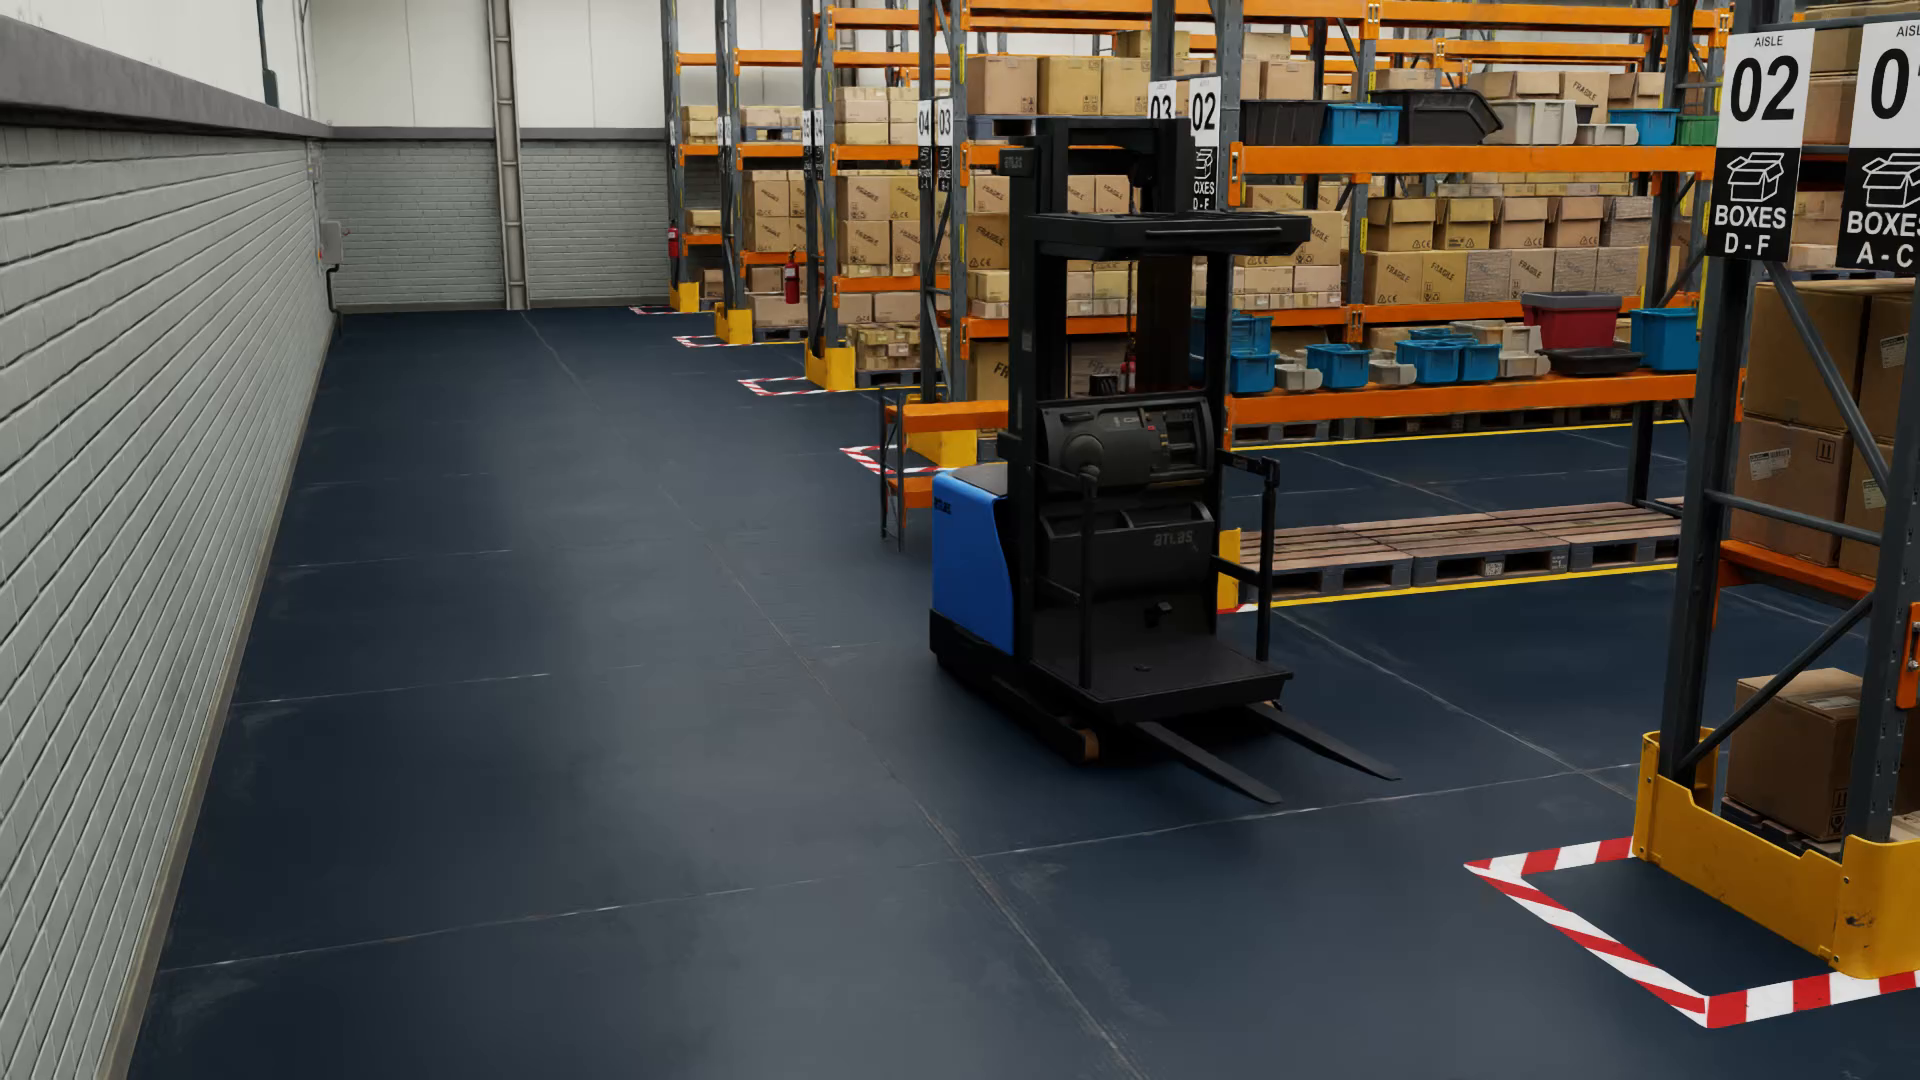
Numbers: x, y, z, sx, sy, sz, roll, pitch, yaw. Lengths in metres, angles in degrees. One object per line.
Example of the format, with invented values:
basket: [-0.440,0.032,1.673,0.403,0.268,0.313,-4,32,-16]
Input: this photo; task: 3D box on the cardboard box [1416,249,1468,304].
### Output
cardboard box: [4.627,-2.603,16.388,0.500,0.500,0.500,-4,14,-18]

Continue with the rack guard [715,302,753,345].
rack guard: [-3.340,-3.198,24.509,0.348,0.500,1.175,-4,14,-18]

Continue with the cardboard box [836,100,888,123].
cardboard box: [-1.134,-4.944,19.206,0.500,0.250,0.500,-4,14,-17]

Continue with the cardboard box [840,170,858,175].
cardboard box: [-1.658,-5.325,24.269,0.250,0.149,0.380,-4,14,-18]

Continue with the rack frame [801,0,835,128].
rack frame: [-1.642,-6.257,19.000,0.127,3.000,1.000,-4,14,-18]

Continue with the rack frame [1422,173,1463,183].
rack frame: [8.057,-5.302,27.951,0.127,3.000,1.000,-4,14,-18]

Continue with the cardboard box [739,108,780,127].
cardboard box: [-2.919,-6.108,24.060,0.500,0.250,0.500,-6,15,-23]

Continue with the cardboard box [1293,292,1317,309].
cardboard box: [3.206,-2.302,15.883,0.250,0.149,0.380,-4,14,-17]

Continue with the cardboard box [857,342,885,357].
cardboard box: [-1.064,-2.283,19.867,0.250,0.149,0.380,-4,14,-16]

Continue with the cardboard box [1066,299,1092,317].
cardboard box: [1.018,-2.132,15.167,0.250,0.149,0.380,-5,14,-19]

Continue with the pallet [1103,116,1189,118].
pallet: [1.702,-3.807,15.375,1.213,0.211,1.003,-4,14,-18]

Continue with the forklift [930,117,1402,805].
forklift: [0.914,-0.495,7.892,1.130,2.935,3.031,-6,15,-24]

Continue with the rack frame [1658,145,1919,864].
rack frame: [3.000,-0.070,5.954,0.127,3.000,1.000,-4,14,-18]

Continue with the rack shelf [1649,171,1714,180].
rack shelf: [9.322,-4.090,17.929,4.000,0.370,1.077,-4,14,-18]

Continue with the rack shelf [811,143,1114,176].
rack shelf: [0.253,-4.595,20.051,4.000,0.370,1.077,-4,14,-18]

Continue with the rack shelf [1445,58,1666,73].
rack shelf: [9.952,-8.017,27.961,4.000,0.370,1.077,-4,14,-18]

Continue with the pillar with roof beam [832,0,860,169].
pillar with roof beam: [-0.687,-7.921,25.995,0.400,9.000,9.100,-4,14,-18]

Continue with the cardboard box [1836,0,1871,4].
cardboard box: [3.482,-2.106,5.654,0.500,0.500,0.700,-4,14,-18]

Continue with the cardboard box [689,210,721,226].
cardboard box: [-4.387,-5.551,28.678,0.500,0.250,0.500,-4,14,-18]

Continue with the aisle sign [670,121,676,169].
aisle sign: [-4.874,-6.700,28.210,0.004,0.787,0.394,-4,14,-18]

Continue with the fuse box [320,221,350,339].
fuse box: [-9.185,-3.840,24.587,0.414,1.711,0.539,-4,14,-18]

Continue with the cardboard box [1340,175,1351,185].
cardboard box: [6.501,-5.955,27.529,0.250,0.149,0.380,-4,14,-15]

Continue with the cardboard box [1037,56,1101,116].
cardboard box: [0.891,-4.069,14.945,0.500,0.500,0.700,-5,14,-20]

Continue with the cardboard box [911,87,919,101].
cardboard box: [-0.504,-5.172,19.305,0.250,0.149,0.380,-4,14,-17]

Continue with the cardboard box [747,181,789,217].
cardboard box: [-2.771,-4.924,23.986,0.500,0.500,0.500,-5,14,-19]

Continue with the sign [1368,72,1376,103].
sign: [3.813,-4.166,15.403,0.005,0.325,0.100,-4,14,-18]

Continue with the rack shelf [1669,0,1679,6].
rack shelf: [3.319,-3.678,10.579,4.000,0.370,1.077,-4,14,-18]

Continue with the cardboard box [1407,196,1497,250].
cardboard box: [4.892,-3.172,16.611,0.637,0.503,0.797,-4,14,-17]

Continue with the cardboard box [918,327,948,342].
cardboard box: [-0.326,-2.483,20.066,0.250,0.149,0.380,-5,14,-21]

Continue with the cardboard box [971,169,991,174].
cardboard box: [0.284,-5.470,24.877,0.250,0.149,0.380,-5,14,-19]

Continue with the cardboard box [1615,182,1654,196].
cardboard box: [9.262,-4.721,23.131,0.500,0.500,0.700,-5,14,-19]

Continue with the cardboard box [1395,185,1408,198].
cardboard box: [7.222,-5.578,27.346,0.500,0.500,0.500,-4,14,-18]

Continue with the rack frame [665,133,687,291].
rack frame: [-4.903,-5.505,28.803,0.127,3.000,1.000,-4,14,-18]

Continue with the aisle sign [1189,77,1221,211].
aisle sign: [1.450,-2.351,9.926,0.004,0.787,0.394,-4,14,-18]

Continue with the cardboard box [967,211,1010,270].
cardboard box: [0.222,-2.773,15.379,0.500,0.500,0.500,-4,14,-17]

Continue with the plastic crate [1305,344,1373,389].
plastic crate: [2.386,-1.099,10.513,0.300,0.233,0.416,-4,14,-18]

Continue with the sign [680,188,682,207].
sign: [-4.730,-5.807,28.202,0.005,0.325,0.100,-4,14,-18]

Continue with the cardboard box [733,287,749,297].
cardboard box: [-3.878,-4.369,29.282,0.250,0.149,0.380,-5,14,-20]

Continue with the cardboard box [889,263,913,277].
cardboard box: [-0.731,-3.204,19.673,0.250,0.149,0.380,-5,14,-20]

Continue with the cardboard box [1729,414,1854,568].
cardboard box: [3.337,-0.211,6.333,0.500,0.500,0.500,-4,14,-16]

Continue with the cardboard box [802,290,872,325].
cardboard box: [-1.858,-3.514,25.064,0.875,0.438,0.875,-4,14,-17]

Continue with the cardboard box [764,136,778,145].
cardboard box: [-3.309,-6.903,28.743,0.250,0.149,0.380,-5,14,-19]

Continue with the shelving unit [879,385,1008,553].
shelving unit: [-0.006,-0.547,12.011,1.048,1.125,0.538,-4,14,-18]

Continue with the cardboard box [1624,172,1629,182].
cardboard box: [11.433,-6.191,28.670,0.500,0.500,0.700,-5,14,-19]

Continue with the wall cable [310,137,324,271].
wall cable: [-9.117,-4.799,23.643,0.122,1.984,0.588,-4,14,-18]

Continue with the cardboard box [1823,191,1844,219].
cardboard box: [10.420,-3.597,18.578,1.000,1.000,1.000,-4,14,-18]

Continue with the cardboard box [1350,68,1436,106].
cardboard box: [4.181,-4.295,16.113,0.500,0.500,0.700,-4,14,-17]

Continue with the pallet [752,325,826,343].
pallet: [-2.584,-3.136,24.870,1.213,0.211,1.003,-4,14,-18]

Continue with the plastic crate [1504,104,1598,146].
plastic crate: [3.950,-2.816,11.299,0.590,0.269,0.497,-4,14,-18]

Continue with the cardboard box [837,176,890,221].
cardboard box: [-1.132,-3.993,19.427,0.500,0.500,0.500,-5,14,-18]

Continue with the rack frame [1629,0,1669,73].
rack frame: [11.848,-8.516,28.497,0.127,3.000,1.000,-4,14,-18]

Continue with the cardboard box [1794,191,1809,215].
cardboard box: [11.631,-4.958,23.849,0.500,0.550,0.875,-4,14,-18]

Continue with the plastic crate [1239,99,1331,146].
plastic crate: [1.877,-2.520,10.053,0.590,0.269,0.497,-4,14,-18]

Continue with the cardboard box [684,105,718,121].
cardboard box: [-4.403,-7.257,28.287,0.500,0.250,0.500,-5,14,-19]

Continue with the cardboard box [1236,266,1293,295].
cardboard box: [2.811,-2.481,15.772,0.500,0.250,0.500,-4,14,-16]
